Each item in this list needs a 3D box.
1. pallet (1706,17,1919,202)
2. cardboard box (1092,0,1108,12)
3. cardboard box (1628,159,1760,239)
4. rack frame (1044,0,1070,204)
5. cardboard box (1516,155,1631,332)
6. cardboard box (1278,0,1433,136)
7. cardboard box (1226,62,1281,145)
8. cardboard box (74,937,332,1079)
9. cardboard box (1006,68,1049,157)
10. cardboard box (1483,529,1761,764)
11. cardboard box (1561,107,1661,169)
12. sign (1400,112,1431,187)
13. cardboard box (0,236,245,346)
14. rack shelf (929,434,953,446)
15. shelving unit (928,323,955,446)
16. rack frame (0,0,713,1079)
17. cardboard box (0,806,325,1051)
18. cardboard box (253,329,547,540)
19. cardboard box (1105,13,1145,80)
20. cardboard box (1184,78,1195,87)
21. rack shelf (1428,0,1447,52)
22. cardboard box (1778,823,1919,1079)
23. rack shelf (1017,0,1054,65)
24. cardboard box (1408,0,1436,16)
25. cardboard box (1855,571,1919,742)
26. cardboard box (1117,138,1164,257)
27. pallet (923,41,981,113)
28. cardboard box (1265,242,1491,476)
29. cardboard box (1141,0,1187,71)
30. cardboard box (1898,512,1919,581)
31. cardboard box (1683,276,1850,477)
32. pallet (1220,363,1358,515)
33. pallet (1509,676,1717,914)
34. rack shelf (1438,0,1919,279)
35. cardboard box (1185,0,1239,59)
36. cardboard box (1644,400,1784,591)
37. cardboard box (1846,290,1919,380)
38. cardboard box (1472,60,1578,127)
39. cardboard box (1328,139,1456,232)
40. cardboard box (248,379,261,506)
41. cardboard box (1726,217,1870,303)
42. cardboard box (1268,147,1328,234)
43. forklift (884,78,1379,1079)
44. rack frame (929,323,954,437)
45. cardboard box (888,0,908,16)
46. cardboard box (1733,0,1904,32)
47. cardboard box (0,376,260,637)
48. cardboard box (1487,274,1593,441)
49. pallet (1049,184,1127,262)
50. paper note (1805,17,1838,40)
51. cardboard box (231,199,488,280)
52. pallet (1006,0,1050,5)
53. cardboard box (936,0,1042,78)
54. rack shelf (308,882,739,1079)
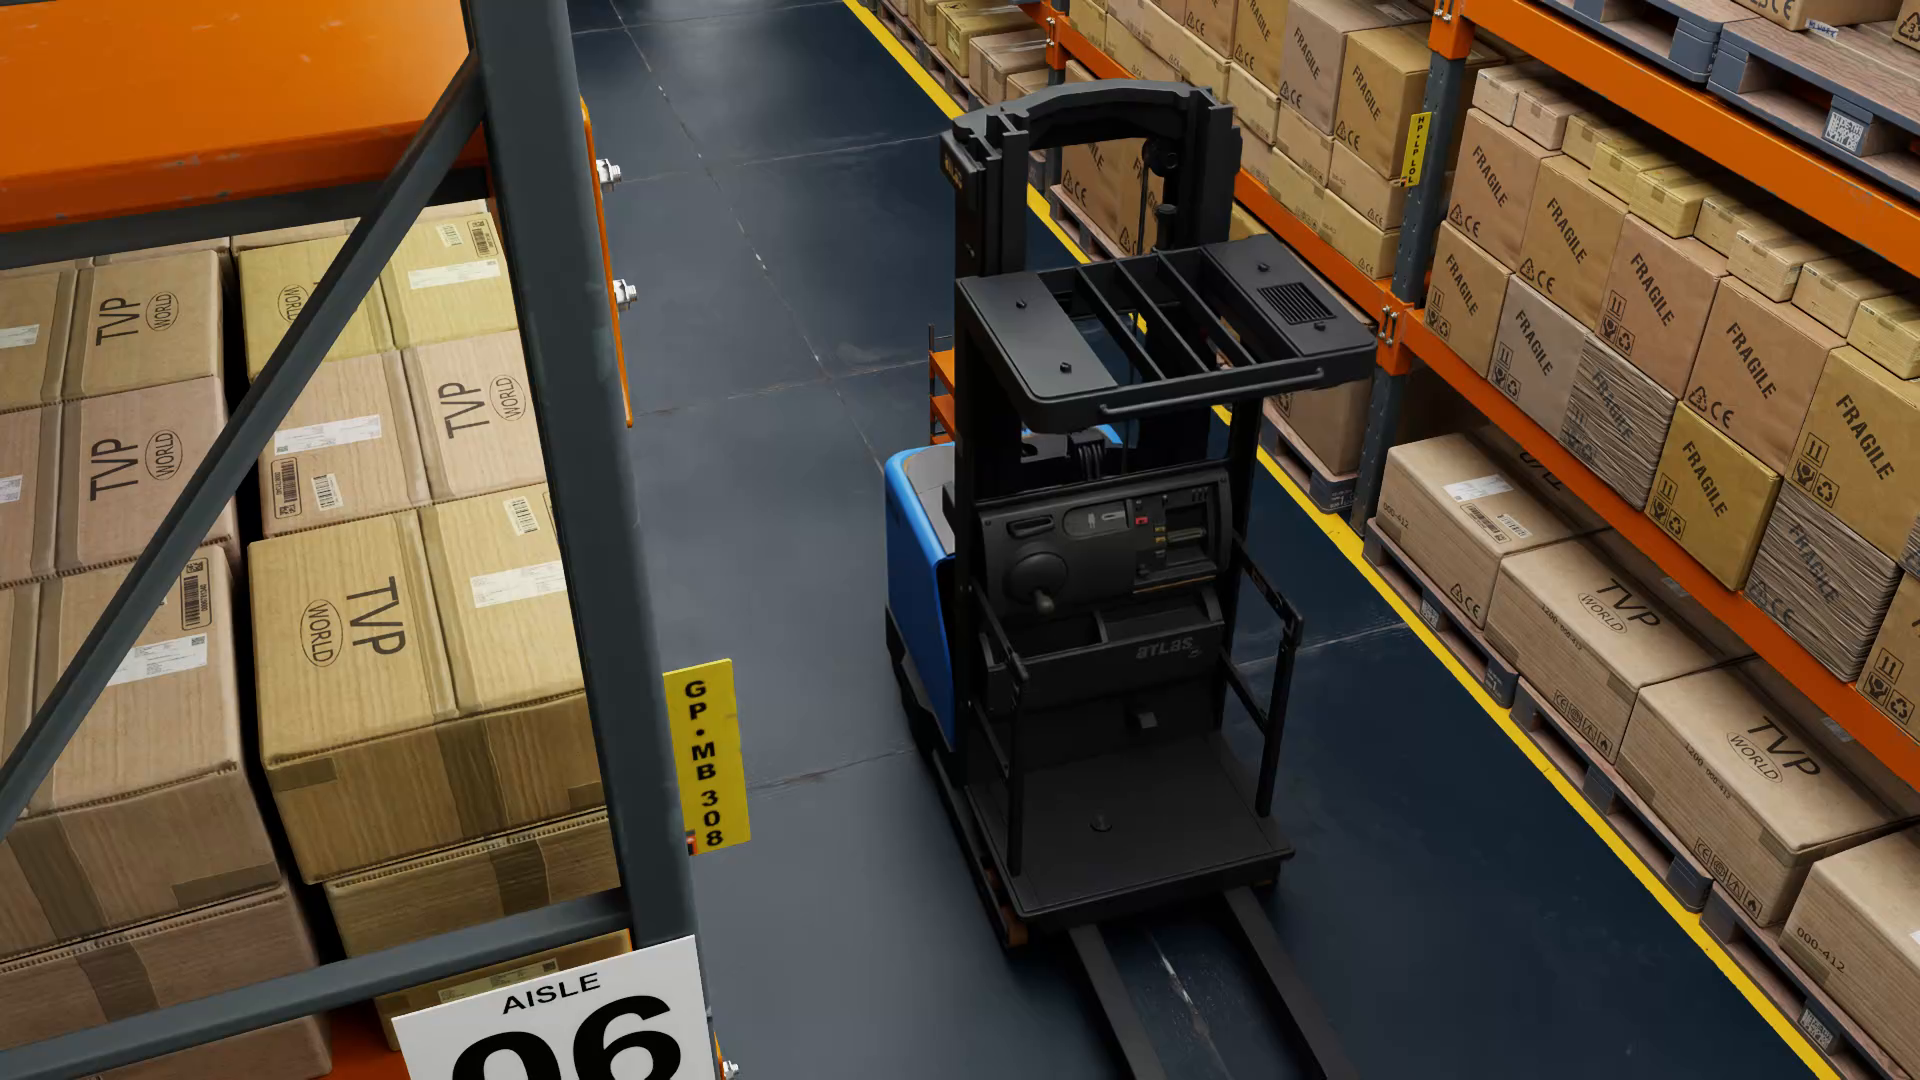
[{"bbox_3d":[3.129,-1.352,5.132,1.003,0.211,1.213,-12,39,-16],"label":"pallet"},{"bbox_3d":[1.007,-3.404,9.985,0.500,0.250,0.500,-13,39,-16],"label":"cardboard box"},{"bbox_3d":[2.629,-1.222,5.925,0.380,0.149,0.250,-14,39,-17],"label":"cardboard box"},{"bbox_3d":[1.065,-3.601,10.538,1.000,3.000,0.127,-12,39,-16],"label":"rack frame"},{"bbox_3d":[2.546,-1.175,6.403,0.500,0.500,0.500,-13,39,-17],"label":"cardboard box"},{"bbox_3d":[1.867,-2.272,7.859,0.500,0.500,0.500,-12,39,-15],"label":"cardboard box"},{"bbox_3d":[1.698,-2.252,8.456,0.500,0.250,0.500,-12,38,-15],"label":"cardboard box"},{"bbox_3d":[-1.169,0.717,2.520,0.380,0.149,0.250,-11,38,-15],"label":"cardboard box"},{"bbox_3d":[0.880,-3.041,11.629,0.950,0.372,0.625,-15,40,-19],"label":"cardboard box"},{"bbox_3d":[2.865,0.397,7.011,0.875,0.438,0.875,-14,39,-17],"label":"cardboard box"},{"bbox_3d":[2.537,-1.531,6.336,0.380,0.149,0.250,-13,39,-17],"label":"cardboard box"},{"bbox_3d":[1.935,-1.655,7.057,0.100,0.325,0.005,-12,39,-16],"label":"sign"},{"bbox_3d":[-1.769,-0.573,3.487,0.500,0.250,0.500,-13,39,-16],"label":"cardboard box"},{"bbox_3d":[0.057,-0.332,7.805,0.258,0.148,0.480,-12,39,-16],"label":"rack shelf"},{"bbox_3d":[0.057,-0.386,7.765,0.258,1.200,0.503,-12,39,-16],"label":"shelving unit"},{"bbox_3d":[-0.841,-0.448,1.366,1.000,3.000,0.127,-12,39,-16],"label":"rack frame"},{"bbox_3d":[-1.250,0.496,2.483,0.500,0.250,0.500,-13,39,-17],"label":"cardboard box"},{"bbox_3d":[-0.916,-0.103,2.862,0.500,0.250,0.500,-13,39,-16],"label":"cardboard box"},{"bbox_3d":[1.190,-2.926,9.766,0.500,0.250,0.500,-14,39,-17],"label":"cardboard box"},{"bbox_3d":[1.538,-2.351,9.002,0.500,0.250,0.500,-12,39,-16],"label":"cardboard box"},{"bbox_3d":[1.753,-3.382,8.352,1.077,0.370,4.000,-12,39,-16],"label":"rack shelf"},{"bbox_3d":[3.497,1.422,5.650,0.875,0.438,0.875,-14,39,-17],"label":"cardboard box"},{"bbox_3d":[0.377,-4.444,12.254,1.077,0.370,4.000,-12,39,-16],"label":"rack shelf"},{"bbox_3d":[2.359,-2.371,7.990,0.500,0.500,0.500,-13,39,-16],"label":"cardboard box"},{"bbox_3d":[3.245,0.374,5.177,0.500,0.500,0.500,-13,39,-17],"label":"cardboard box"},{"bbox_3d":[1.528,-2.008,9.840,0.875,0.875,0.875,-12,39,-15],"label":"cardboard box"},{"bbox_3d":[0.381,-3.617,12.877,1.003,0.211,1.213,-12,39,-16],"label":"pallet"},{"bbox_3d":[2.153,-0.994,8.494,0.875,0.875,0.875,-11,38,-15],"label":"cardboard box"},{"bbox_3d":[1.344,-2.827,9.219,0.500,0.250,0.500,-13,39,-16],"label":"cardboard box"},{"bbox_3d":[3.221,-0.033,4.887,0.500,0.500,0.500,-12,39,-16],"label":"cardboard box"},{"bbox_3d":[2.883,-0.598,5.637,0.500,0.500,0.500,-13,39,-16],"label":"cardboard box"},{"bbox_3d":[2.105,-0.648,8.935,1.003,0.211,1.213,-12,39,-16],"label":"pallet"},{"bbox_3d":[3.053,0.908,6.869,1.003,0.211,1.213,-12,39,-16],"label":"pallet"},{"bbox_3d":[3.130,-1.122,5.352,1.077,0.370,4.000,-12,39,-16],"label":"rack shelf"},{"bbox_3d":[1.519,-2.852,8.629,0.500,0.500,0.500,-12,39,-15],"label":"cardboard box"},{"bbox_3d":[2.869,-0.204,5.944,0.500,0.500,0.500,-11,38,-15],"label":"cardboard box"},{"bbox_3d":[3.016,-0.651,5.168,0.380,0.149,0.250,-12,38,-15],"label":"cardboard box"},{"bbox_3d":[2.306,-1.808,6.704,0.380,0.149,0.250,-13,39,-17],"label":"cardboard box"},{"bbox_3d":[2.061,-1.680,7.696,0.500,0.250,0.500,-12,39,-16],"label":"cardboard box"},{"bbox_3d":[-1.605,-0.076,3.242,0.500,0.250,0.500,-13,39,-17],"label":"cardboard box"},{"bbox_3d":[2.813,-0.944,5.556,0.380,0.149,0.250,-12,39,-16],"label":"cardboard box"},{"bbox_3d":[1.876,-1.771,8.232,0.500,0.250,0.500,-13,39,-17],"label":"cardboard box"},{"bbox_3d":[0.589,0.083,5.704,1.130,2.935,3.031,-11,38,-14],"label":"forklift"},{"bbox_3d":[-0.027,-0.524,7.948,0.240,1.200,0.015,-12,39,-16],"label":"rack frame"},{"bbox_3d":[-0.129,-4.683,13.809,0.950,0.372,0.625,-12,39,-15],"label":"cardboard box"},{"bbox_3d":[2.936,-2.033,5.445,0.797,0.503,0.637,-10,38,-12],"label":"cardboard box"},{"bbox_3d":[-1.435,0.004,2.720,0.500,0.250,0.500,-14,39,-17],"label":"cardboard box"},{"bbox_3d":[2.526,-0.777,6.705,0.500,0.500,0.500,-12,39,-16],"label":"cardboard box"},{"bbox_3d":[1.265,-2.026,10.765,1.003,0.211,1.213,-12,39,-16],"label":"pallet"},{"bbox_3d":[2.548,-1.515,4.923,0.006,0.032,0.123,-12,39,-16],"label":"paper note"},{"bbox_3d":[-1.286,-0.670,3.614,0.500,0.250,0.500,-11,38,-15],"label":"cardboard box"},{"bbox_3d":[0.720,-3.905,11.101,1.213,0.211,1.003,-12,39,-16],"label":"pallet"},{"bbox_3d":[0.363,-3.885,12.750,0.950,0.372,0.625,-11,38,-14],"label":"cardboard box"},{"bbox_3d":[-1.530,-0.093,3.985,1.077,0.370,4.000,-12,39,-16],"label":"rack shelf"}]
